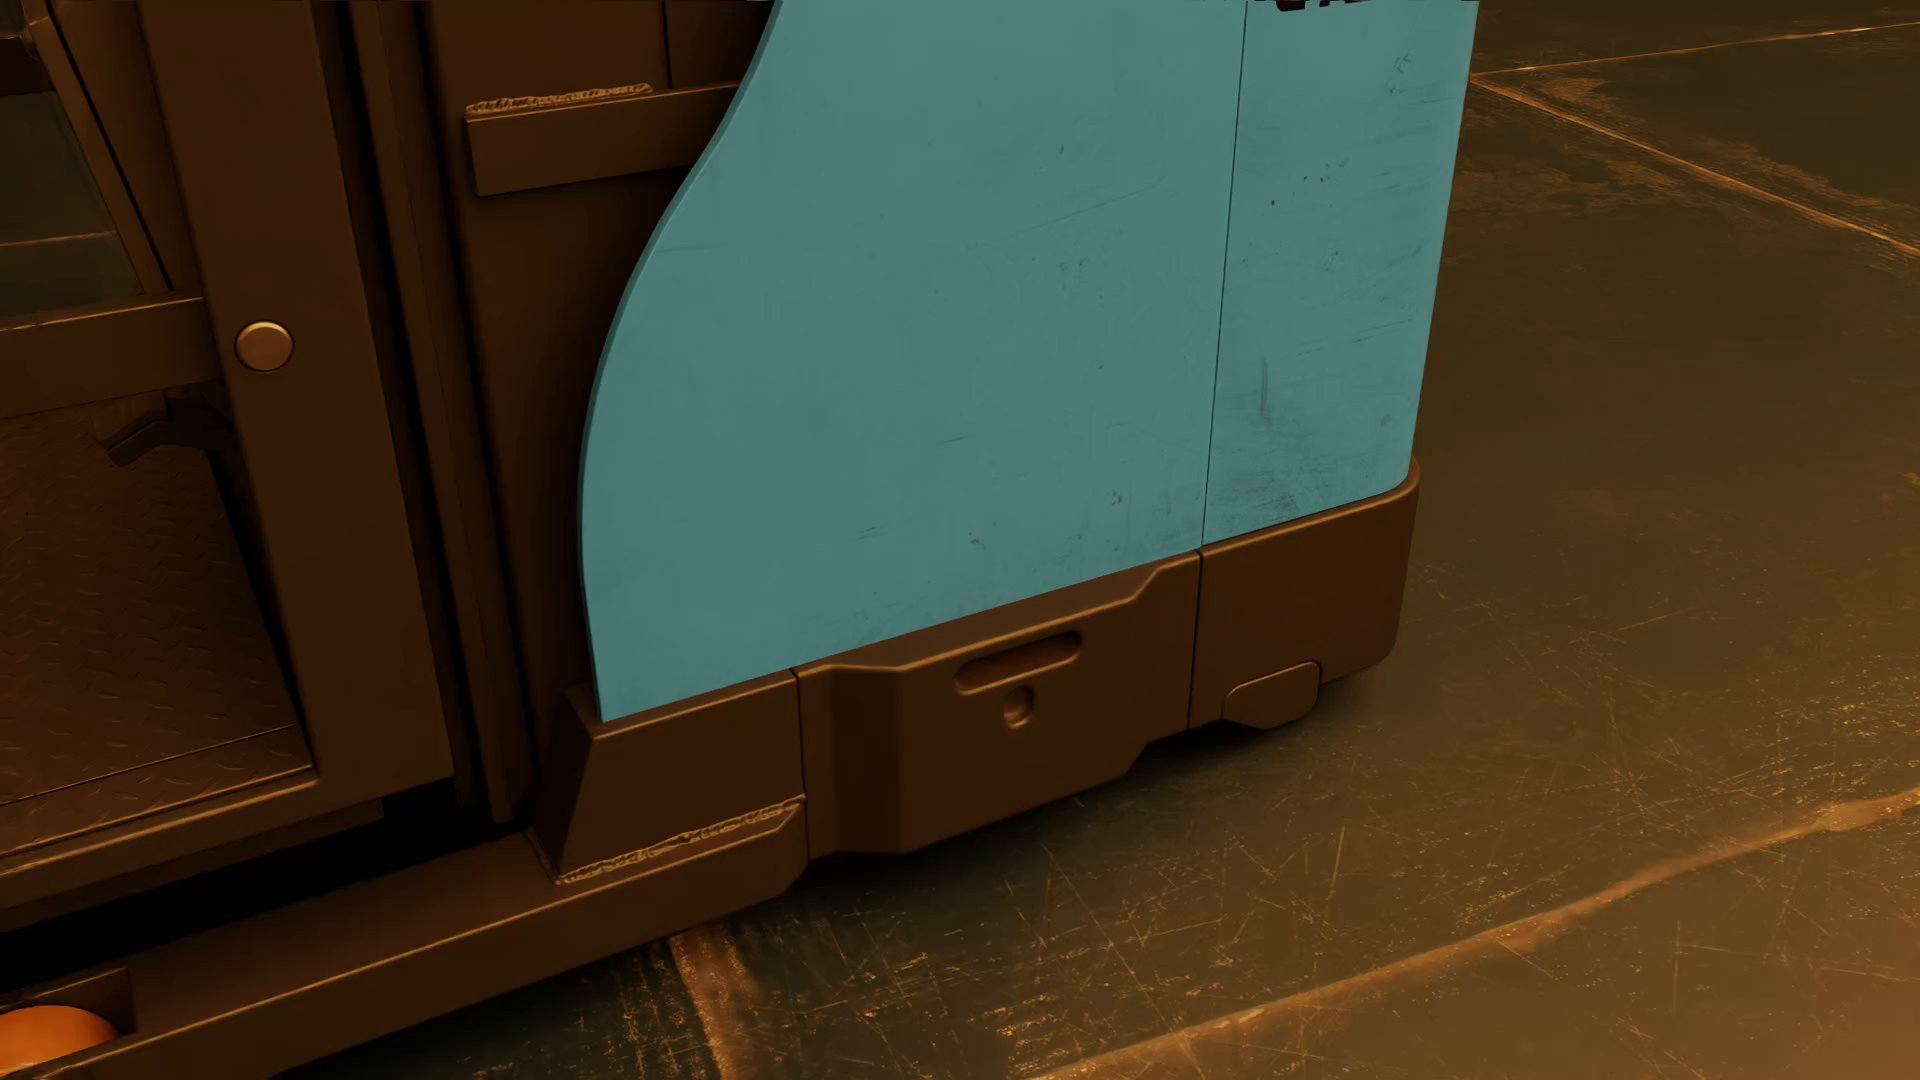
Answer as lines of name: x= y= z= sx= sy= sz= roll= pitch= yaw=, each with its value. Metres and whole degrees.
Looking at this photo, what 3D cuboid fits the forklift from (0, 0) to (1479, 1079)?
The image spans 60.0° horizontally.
forklift: x=-0.980 y=-0.944 z=1.196 sx=3.031 sy=2.935 sz=1.130 roll=-15 pitch=33 yaw=-25
